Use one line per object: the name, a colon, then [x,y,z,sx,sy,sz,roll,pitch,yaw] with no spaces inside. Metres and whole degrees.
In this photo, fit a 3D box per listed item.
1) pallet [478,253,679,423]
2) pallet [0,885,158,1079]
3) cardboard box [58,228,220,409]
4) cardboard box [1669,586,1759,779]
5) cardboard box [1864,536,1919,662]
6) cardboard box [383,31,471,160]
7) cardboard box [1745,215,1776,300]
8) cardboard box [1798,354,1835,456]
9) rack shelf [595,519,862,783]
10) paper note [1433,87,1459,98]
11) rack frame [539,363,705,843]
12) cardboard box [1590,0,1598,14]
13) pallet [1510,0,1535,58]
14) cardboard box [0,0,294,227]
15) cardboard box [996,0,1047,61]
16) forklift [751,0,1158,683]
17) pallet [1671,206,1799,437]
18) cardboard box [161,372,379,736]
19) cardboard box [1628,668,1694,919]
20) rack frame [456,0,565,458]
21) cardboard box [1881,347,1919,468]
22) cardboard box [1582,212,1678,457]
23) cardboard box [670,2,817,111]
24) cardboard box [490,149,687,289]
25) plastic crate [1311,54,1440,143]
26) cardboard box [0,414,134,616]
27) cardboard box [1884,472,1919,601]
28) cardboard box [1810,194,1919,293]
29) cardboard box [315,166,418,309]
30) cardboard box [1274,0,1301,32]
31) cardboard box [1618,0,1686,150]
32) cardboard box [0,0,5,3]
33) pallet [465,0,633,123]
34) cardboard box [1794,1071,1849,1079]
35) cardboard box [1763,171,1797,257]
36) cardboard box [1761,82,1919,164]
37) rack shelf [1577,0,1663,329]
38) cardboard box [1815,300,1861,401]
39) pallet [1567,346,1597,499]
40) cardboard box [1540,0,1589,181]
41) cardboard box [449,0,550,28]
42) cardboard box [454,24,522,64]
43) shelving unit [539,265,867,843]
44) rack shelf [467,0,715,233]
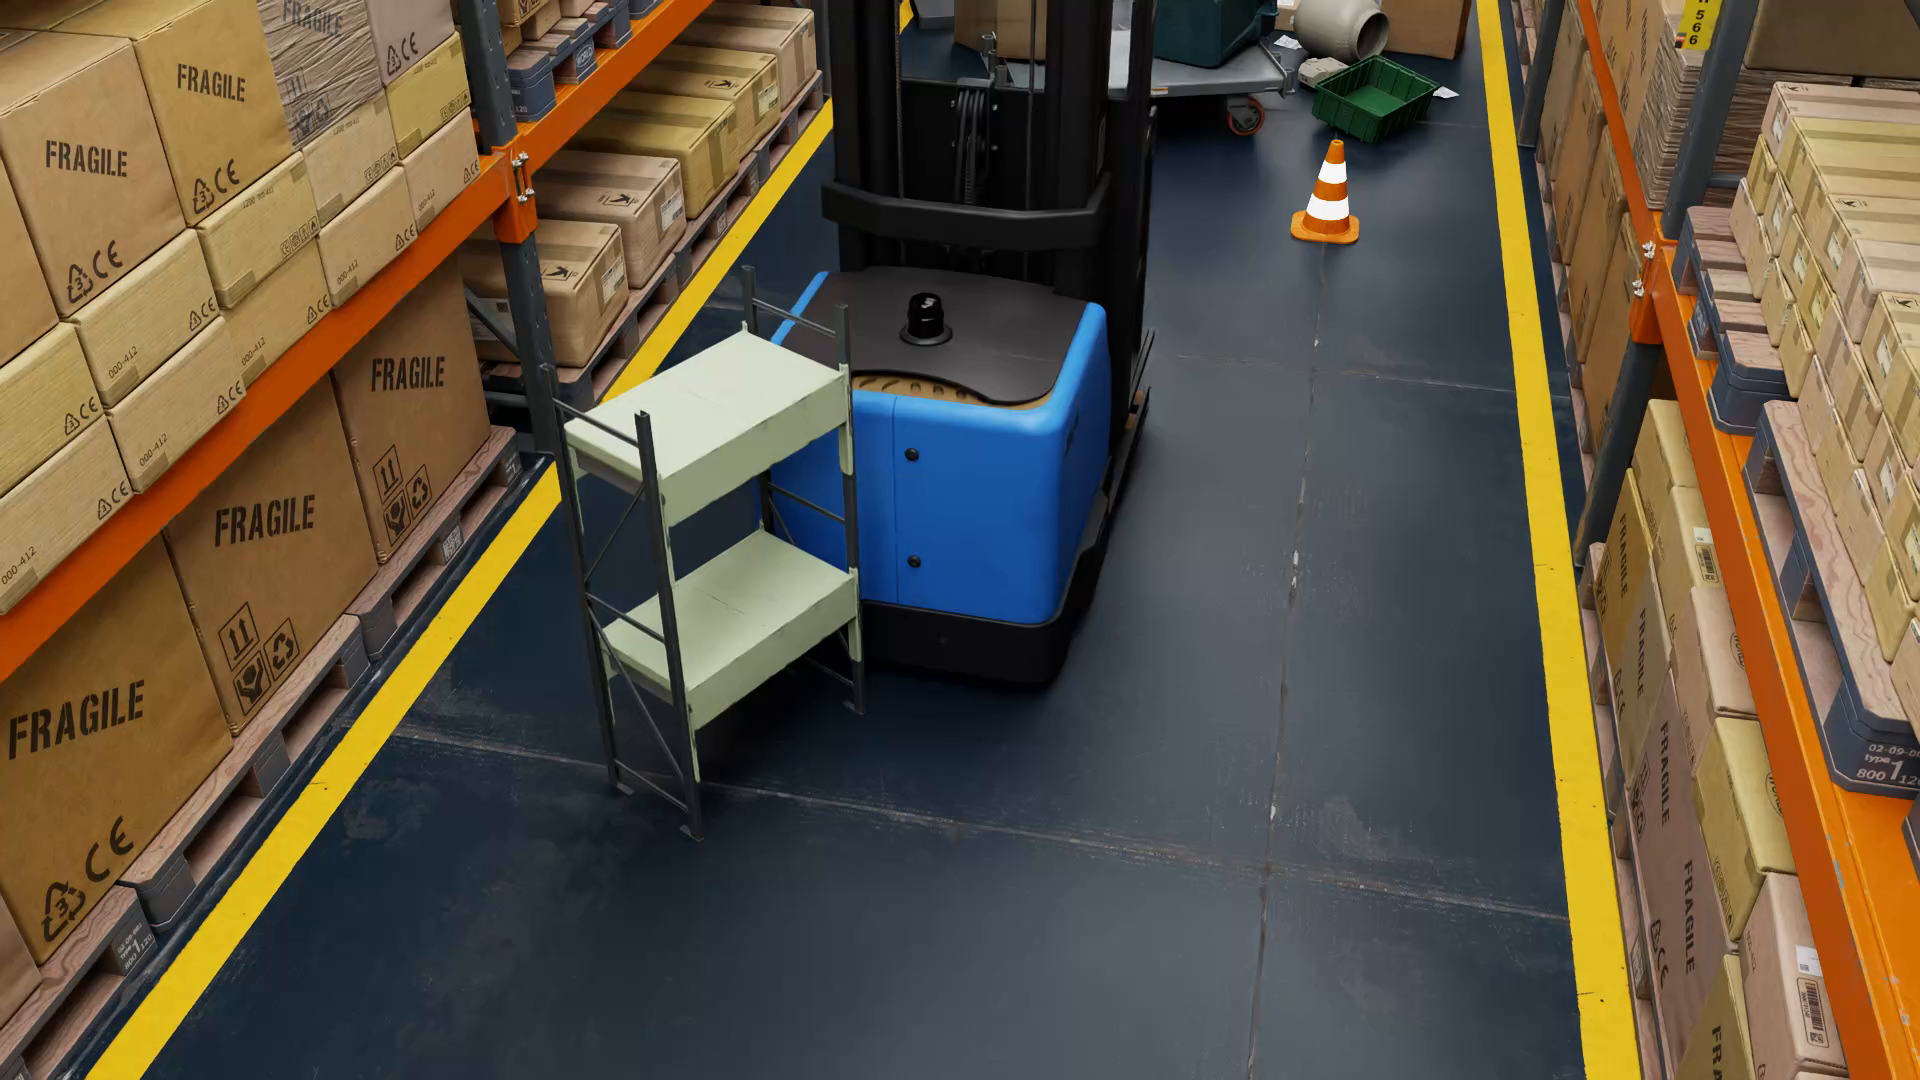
pallet: [-1.933,-0.962,7.398,1.003,0.211,1.213,7,37,10]
pallet: [-2.864,1.327,4.239,1.003,0.211,1.213,7,37,10]
cardboard box: [-2.262,-0.587,4.206,0.500,0.250,0.500,6,36,9]
cardboard box: [2.146,0.395,4.282,0.500,0.250,0.500,8,37,10]
cardboard box: [2.069,0.144,3.351,0.380,0.149,0.250,9,37,12]
cardboard box: [-1.956,-1.476,5.432,0.500,0.250,0.500,7,37,10]
cardboard box: [2.406,-0.764,4.605,0.380,0.149,0.250,9,37,12]
cardboard box: [2.238,-0.302,3.966,0.380,0.149,0.250,8,37,11]
rack shelf: [-0.700,0.323,5.082,0.431,0.370,0.720,26,43,31]
paper note: [2.870,-2.671,9.909,0.147,0.020,0.142,-17,39,-22]
rack frame: [-0.931,0.225,4.661,0.400,1.500,0.023,26,43,31]
cardboard box: [3.019,-2.571,7.156,0.500,0.500,0.500,7,37,10]
pallet: [4.108,-3.373,10.724,1.003,0.211,1.213,7,37,10]
cardboard box: [-2.170,-1.180,4.385,0.500,0.500,0.500,7,37,10]
cardboard box: [0.499,-3.025,9.353,0.500,0.500,0.500,7,37,10]
forklift: [0.163,-1.579,5.931,1.130,2.935,3.031,8,37,11]
pallet: [2.708,-0.581,4.659,1.213,0.211,1.003,7,37,10]
cardboard box: [-2.524,-0.057,5.225,0.875,0.875,0.875,8,37,11]
cardboard box: [2.147,0.718,4.475,0.500,0.500,0.500,6,36,9]
rack frame: [-2.101,-1.643,5.961,1.000,3.000,0.127,7,37,10]
cardboard box: [2.132,-0.253,3.393,0.380,0.149,0.250,7,36,9]
cardboard box: [2.974,-0.678,6.188,1.050,0.750,0.750,7,36,9]
cardboard box: [-1.356,-2.742,9.358,0.950,0.372,0.625,8,37,11]
cardboard box: [-1.821,-1.496,7.640,0.950,0.372,0.625,7,36,9]
plastic crate: [2.368,-2.523,9.522,0.450,0.188,0.662,36,48,26]
cardboard box: [-2.369,-0.097,3.956,0.500,0.250,0.500,7,37,10]
cardboard box: [2.072,0.014,3.277,0.380,0.149,0.250,7,37,10]
cardboard box: [2.300,-0.703,4.013,0.380,0.149,0.250,6,36,8]
cardboard box: [-2.049,-0.965,5.154,0.500,0.250,0.500,8,37,11]
cardboard box: [2.179,-3.483,10.830,0.396,0.266,0.258,14,38,18]
cardboard box: [2.698,-1.699,5.953,0.500,0.500,0.500,7,37,10]
cardboard box: [-2.667,-1.256,4.490,0.500,0.500,0.500,8,37,11]
pallet: [-2.053,-1.988,6.600,1.213,0.211,1.003,7,37,10]
cardboard box: [1.814,1.292,3.044,0.500,0.250,0.500,6,36,9]
cardboard box: [2.401,-0.862,4.486,0.380,0.149,0.250,9,37,12]
cardboard box: [2.468,-1.147,4.626,0.380,0.149,0.250,7,37,10]
rack shelf: [3.184,-1.936,6.978,1.077,0.370,4.000,7,37,10]
cardboard box: [2.240,-0.421,3.878,0.380,0.149,0.250,7,37,10]
pallet: [2.998,-0.394,6.614,1.003,0.211,1.213,7,37,10]
cardboard box: [3.566,-2.266,8.380,1.050,0.750,0.750,7,37,10]
cardboard box: [-1.779,-2.203,6.037,0.500,0.500,0.500,6,36,9]
cardboard box: [-1.850,-1.875,6.137,0.380,0.149,0.250,5,36,7]
shelving unit: [-0.700,0.059,4.891,0.431,1.500,0.755,26,43,31]
rack shelf: [-1.674,-2.499,7.755,1.077,0.370,4.000,7,37,10]
